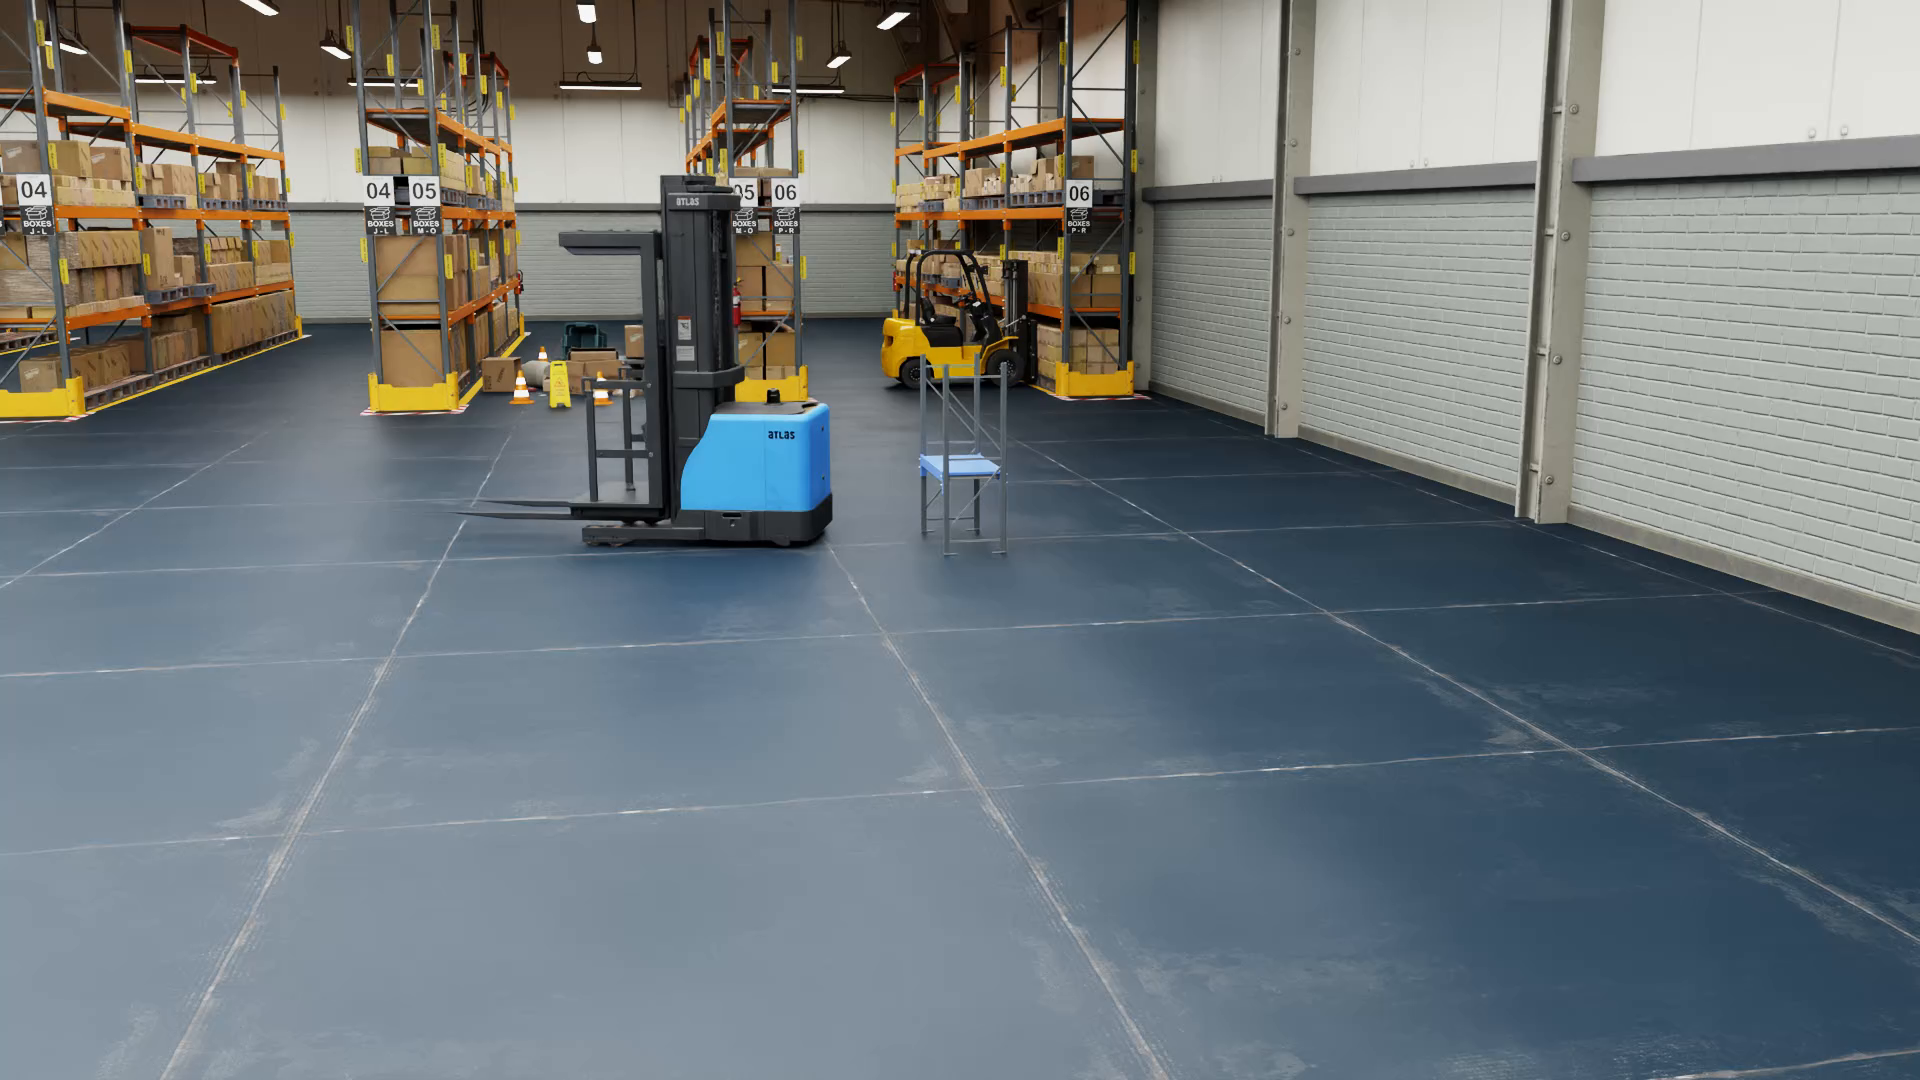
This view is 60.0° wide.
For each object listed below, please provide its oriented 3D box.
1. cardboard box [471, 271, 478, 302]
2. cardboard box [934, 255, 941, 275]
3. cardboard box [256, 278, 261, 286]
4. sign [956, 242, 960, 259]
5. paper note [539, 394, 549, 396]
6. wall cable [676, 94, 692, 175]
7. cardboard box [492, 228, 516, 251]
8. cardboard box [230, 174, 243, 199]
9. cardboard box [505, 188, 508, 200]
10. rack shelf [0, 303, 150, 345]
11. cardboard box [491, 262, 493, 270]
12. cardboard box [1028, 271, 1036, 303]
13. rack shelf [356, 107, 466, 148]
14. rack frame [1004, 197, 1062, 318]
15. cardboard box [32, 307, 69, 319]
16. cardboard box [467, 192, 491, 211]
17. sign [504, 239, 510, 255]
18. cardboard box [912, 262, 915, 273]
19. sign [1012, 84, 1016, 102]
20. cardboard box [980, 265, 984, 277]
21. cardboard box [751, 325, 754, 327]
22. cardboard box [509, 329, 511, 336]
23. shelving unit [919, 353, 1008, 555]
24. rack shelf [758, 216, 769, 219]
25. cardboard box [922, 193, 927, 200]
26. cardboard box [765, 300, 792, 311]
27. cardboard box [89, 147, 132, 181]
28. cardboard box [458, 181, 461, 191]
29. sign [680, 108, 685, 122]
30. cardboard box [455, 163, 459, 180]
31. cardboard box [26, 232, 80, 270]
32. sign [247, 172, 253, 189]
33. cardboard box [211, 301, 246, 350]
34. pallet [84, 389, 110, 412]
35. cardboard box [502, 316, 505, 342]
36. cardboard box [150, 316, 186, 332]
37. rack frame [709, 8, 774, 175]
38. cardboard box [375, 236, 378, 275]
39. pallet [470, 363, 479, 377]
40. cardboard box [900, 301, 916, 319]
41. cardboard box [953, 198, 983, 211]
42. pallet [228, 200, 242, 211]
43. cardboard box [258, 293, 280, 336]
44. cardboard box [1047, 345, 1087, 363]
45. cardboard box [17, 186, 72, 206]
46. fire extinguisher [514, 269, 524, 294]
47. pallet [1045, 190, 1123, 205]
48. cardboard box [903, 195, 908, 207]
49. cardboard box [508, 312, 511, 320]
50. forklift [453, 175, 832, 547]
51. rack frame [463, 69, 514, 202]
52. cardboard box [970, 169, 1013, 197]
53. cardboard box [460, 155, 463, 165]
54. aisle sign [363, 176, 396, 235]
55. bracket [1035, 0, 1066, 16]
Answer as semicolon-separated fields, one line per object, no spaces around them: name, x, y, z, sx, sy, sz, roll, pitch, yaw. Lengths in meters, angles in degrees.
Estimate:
cardboard box;-8.272;-4.207;27.508;0.500;0.500;0.500;-2;11;-10
cardboard box;-0.158;-5.818;34.851;0.700;0.500;0.500;-2;11;-11
cardboard box;-14.606;-5.300;34.190;0.380;0.149;0.250;-2;11;-11
sign;-0.039;-5.673;32.595;0.100;0.325;0.005;-2;11;-11
paper note;-6.288;-2.200;25.178;0.144;0.017;0.142;2;11;9
wall cable;-7.315;-10.431;44.432;0.463;3.000;0.029;-2;11;-11
cardboard box;-10.435;-6.864;37.999;0.500;0.500;0.500;-2;11;-12
cardboard box;-15.086;-7.276;34.222;0.700;0.500;0.500;-3;11;-14
cardboard box;-10.025;-7.445;35.833;0.500;0.250;0.500;-2;11;-10
rack shelf;-12.930;-3.169;24.249;1.077;0.370;4.000;-2;11;-11
cardboard box;-9.417;-5.395;32.774;0.380;0.149;0.250;-2;11;-9
cardboard box;1.394;-4.109;26.993;0.500;0.500;0.500;-2;11;-11
rack shelf;-8.045;-6.082;24.576;1.077;0.370;4.000;-2;11;-11
rack frame;1.270;-4.431;28.955;1.000;3.000;0.127;-2;11;-11
cardboard box;-12.363;-3.093;22.598;0.380;0.149;0.250;-2;11;-11
cardboard box;-9.062;-6.422;31.125;0.500;0.500;0.500;-2;11;-11
sign;-9.446;-6.108;34.670;0.100;0.325;0.005;-2;11;-11
cardboard box;-0.820;-6.239;38.057;0.500;0.250;0.500;-2;11;-11
sign;1.036;-8.669;32.255;0.100;0.325;0.005;-2;11;-11
cardboard box;0.643;-4.965;30.824;0.500;0.250;0.500;-2;11;-10
cardboard box;-3.534;-3.163;26.517;0.500;0.500;0.500;-2;11;-8
cardboard box;-9.746;-4.403;35.308;0.380;0.149;0.250;-3;11;-13
shelving unit;0.017;-0.721;13.474;0.538;1.500;1.048;-2;11;-11
rack shelf;-3.987;-5.737;29.717;1.077;0.370;4.000;-2;11;-11
cardboard box;-0.602;-7.386;35.738;0.380;0.149;0.250;-2;11;-10
cardboard box;-2.683;-3.463;24.539;0.380;0.149;0.250;-2;11;-11
cardboard box;-12.981;-5.731;25.360;0.500;0.500;0.500;-2;11;-13
cardboard box;-7.899;-5.461;25.626;0.380;0.149;0.250;-2;11;-11
sign;-6.478;-9.915;38.803;0.100;0.325;0.005;-2;11;-11
cardboard box;-7.893;-5.587;25.222;0.500;0.250;0.500;-2;11;-12
cardboard box;-12.381;-3.953;22.706;0.500;0.500;0.500;-2;11;-11
sign;-14.345;-7.260;33.573;0.100;0.325;0.005;-2;11;-11
cardboard box;-14.377;-4.077;31.652;1.225;0.875;0.875;-2;11;-11
pallet;-12.679;-1.950;23.378;1.003;0.211;1.213;-2;11;-11
cardboard box;-9.500;-4.276;33.703;0.500;0.500;0.500;-2;11;-12
cardboard box;-13.824;-3.761;28.937;0.500;0.250;0.500;-1;11;-5
rack frame;-3.598;-7.197;27.442;1.000;3.000;0.127;-2;11;-11
cardboard box;-7.888;-4.089;23.867;0.875;0.550;0.550;-2;11;-11
pallet;-8.658;-2.820;27.949;1.003;0.211;1.213;-2;11;-11
cardboard box;-1.038;-5.496;40.104;0.797;0.503;0.637;-3;11;-13
cardboard box;0.154;-6.650;32.991;0.500;0.250;0.500;-2;11;-13
pallet;-14.648;-6.570;32.681;0.805;0.209;1.217;-3;11;-13
cardboard box;-15.100;-4.808;35.496;0.875;0.875;0.875;-2;11;-11
cardboard box;1.647;-2.876;25.680;0.500;0.250;0.500;-2;11;-12
cardboard box;-12.381;-4.653;22.502;0.500;0.250;0.500;-2;11;-9
fire extinguisher;-10.364;-6.094;38.896;0.296;0.674;0.183;-2;11;-11
pallet;1.936;-5.258;25.514;1.003;0.211;1.213;-2;11;-11
cardboard box;-1.040;-7.900;38.762;0.500;0.250;0.500;-2;11;-13
cardboard box;-9.989;-4.881;36.230;0.380;0.149;0.250;-2;11;-10
forklift;-2.637;-1.483;13.651;3.031;2.935;1.130;1;11;5
rack frame;-10.768;-9.199;37.962;1.000;3.000;0.127;-2;11;-11
cardboard box;0.590;-6.712;31.259;0.700;0.500;0.500;-2;11;-12
cardboard box;-8.001;-5.947;26.044;0.380;0.149;0.250;-2;11;-11
aisle sign;-7.937;-4.571;22.736;0.394;0.787;0.004;-2;11;-11
bracket;1.866;-9.109;27.861;0.076;0.066;4.783;-2;11;-11
